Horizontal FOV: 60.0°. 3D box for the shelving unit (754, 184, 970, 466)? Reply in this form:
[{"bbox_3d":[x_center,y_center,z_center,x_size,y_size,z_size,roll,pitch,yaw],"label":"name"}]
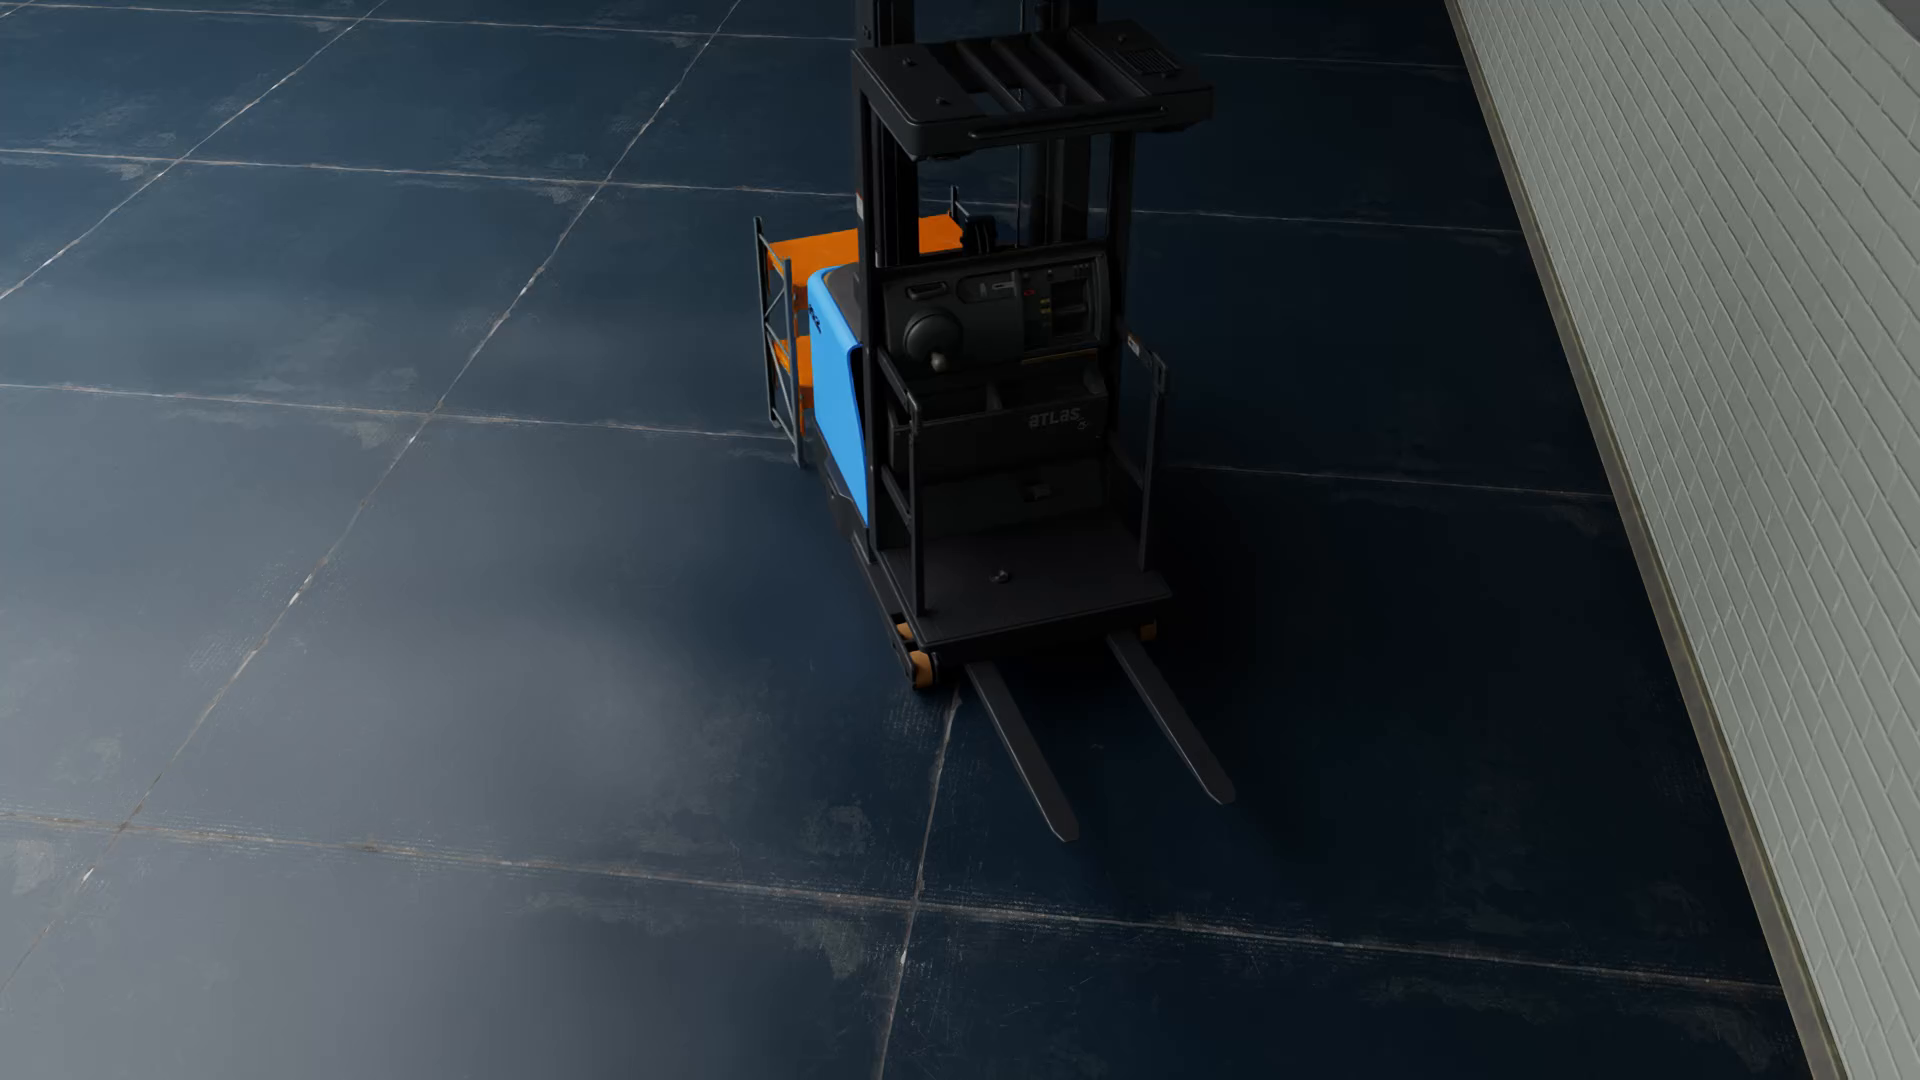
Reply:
[{"bbox_3d":[-0.413,-1.074,8.286,1.048,1.125,0.538,-13,38,-18],"label":"shelving unit"}]

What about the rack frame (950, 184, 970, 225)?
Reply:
[{"bbox_3d":[0.057,-1.186,8.443,0.032,1.125,0.500,-13,38,-18],"label":"rack frame"}]

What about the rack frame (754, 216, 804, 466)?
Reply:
[{"bbox_3d":[-0.883,-0.961,8.129,0.032,1.125,0.500,-13,38,-18],"label":"rack frame"}]

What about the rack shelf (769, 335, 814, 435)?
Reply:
[{"bbox_3d":[-0.413,-0.875,8.428,1.000,0.278,0.538,-13,38,-18],"label":"rack shelf"}]

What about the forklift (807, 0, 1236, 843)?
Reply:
[{"bbox_3d":[0.220,-0.839,6.403,1.130,2.935,3.031,-11,37,-15],"label":"forklift"}]

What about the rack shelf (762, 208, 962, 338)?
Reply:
[{"bbox_3d":[-0.413,-1.312,8.116,1.000,0.278,0.538,-13,38,-18],"label":"rack shelf"}]
